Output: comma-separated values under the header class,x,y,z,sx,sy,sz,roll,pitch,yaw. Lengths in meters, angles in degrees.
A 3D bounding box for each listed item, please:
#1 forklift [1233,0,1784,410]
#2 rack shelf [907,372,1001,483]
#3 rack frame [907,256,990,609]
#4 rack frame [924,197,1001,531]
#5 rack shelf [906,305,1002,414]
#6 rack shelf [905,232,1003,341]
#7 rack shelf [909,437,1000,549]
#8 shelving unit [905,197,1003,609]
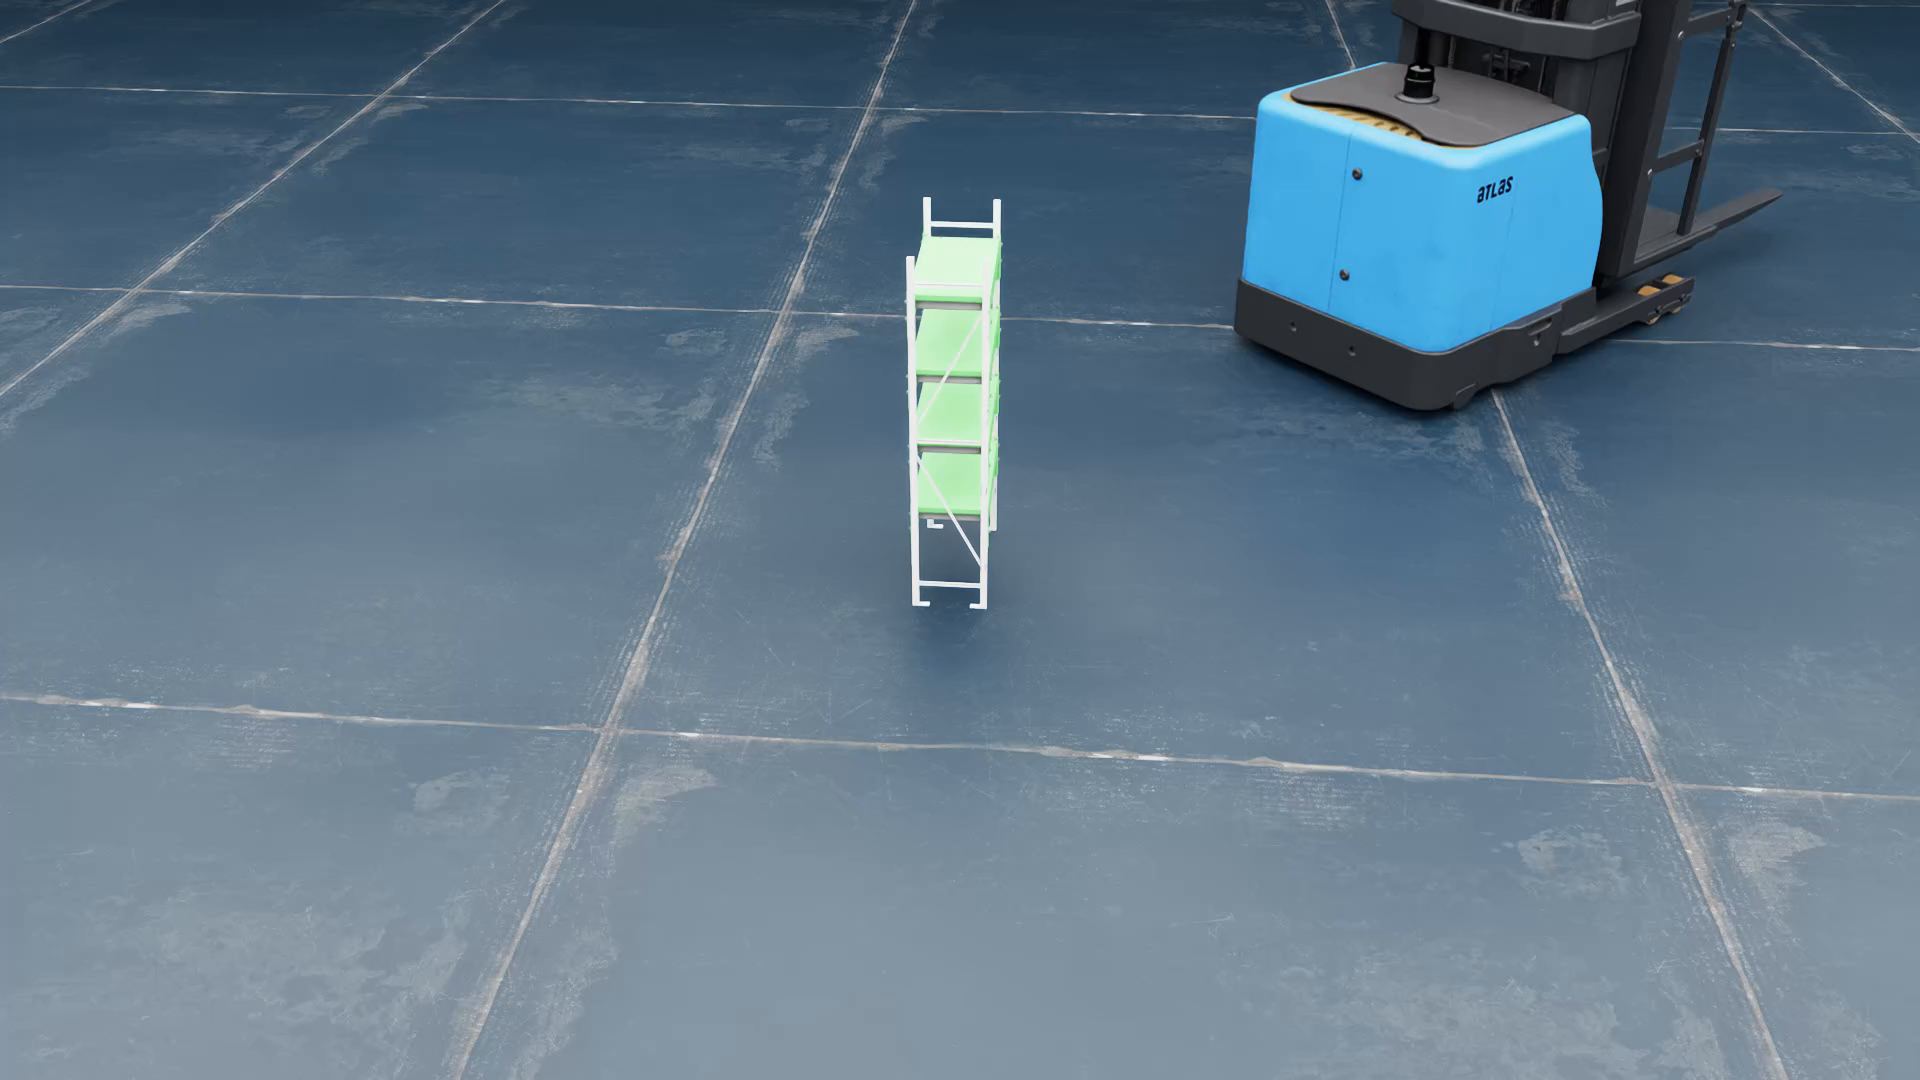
class,x,y,z,sx,sy,sz,roll,pitch,yaw
forklift,2.621,-2.381,6.820,3.031,2.935,1.130,-23,39,-33
rack shelf,-0.013,-0.370,5.328,0.258,0.148,0.480,2,32,4
rack frame,-0.033,-0.297,5.088,0.240,1.200,0.015,2,32,4
rack frame,0.006,-0.552,5.502,0.240,1.200,0.015,2,32,4
rack shelf,-0.013,-0.574,5.202,0.258,0.148,0.480,2,32,4
rack shelf,-0.014,-0.778,5.076,0.258,0.148,0.480,2,32,4
rack shelf,-0.013,-0.166,5.454,0.258,0.148,0.480,2,32,4
shelving unit,-0.013,-0.424,5.295,0.258,1.200,0.503,2,32,4
